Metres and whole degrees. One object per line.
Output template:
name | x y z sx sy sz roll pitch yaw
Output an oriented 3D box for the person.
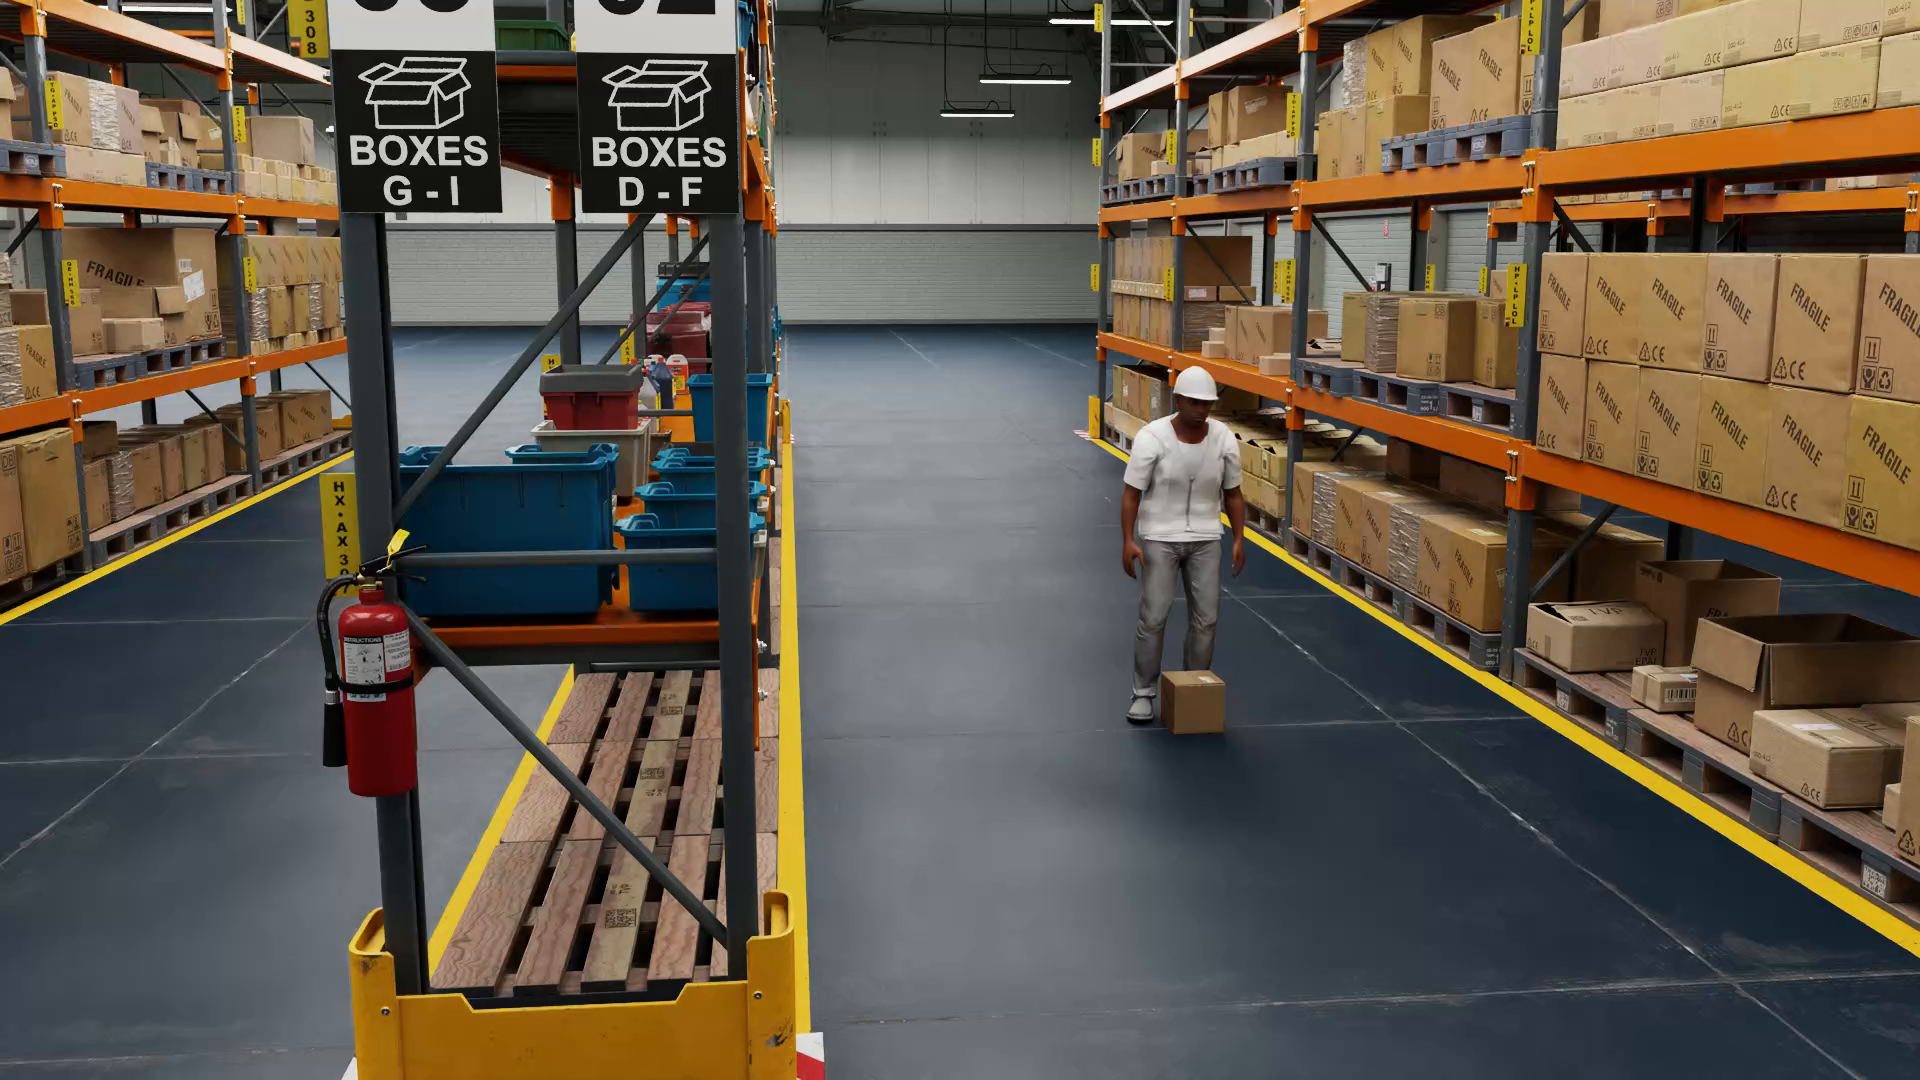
person | 1.110 0.017 8.259 0.638 1.757 0.459 -1 10 -8
